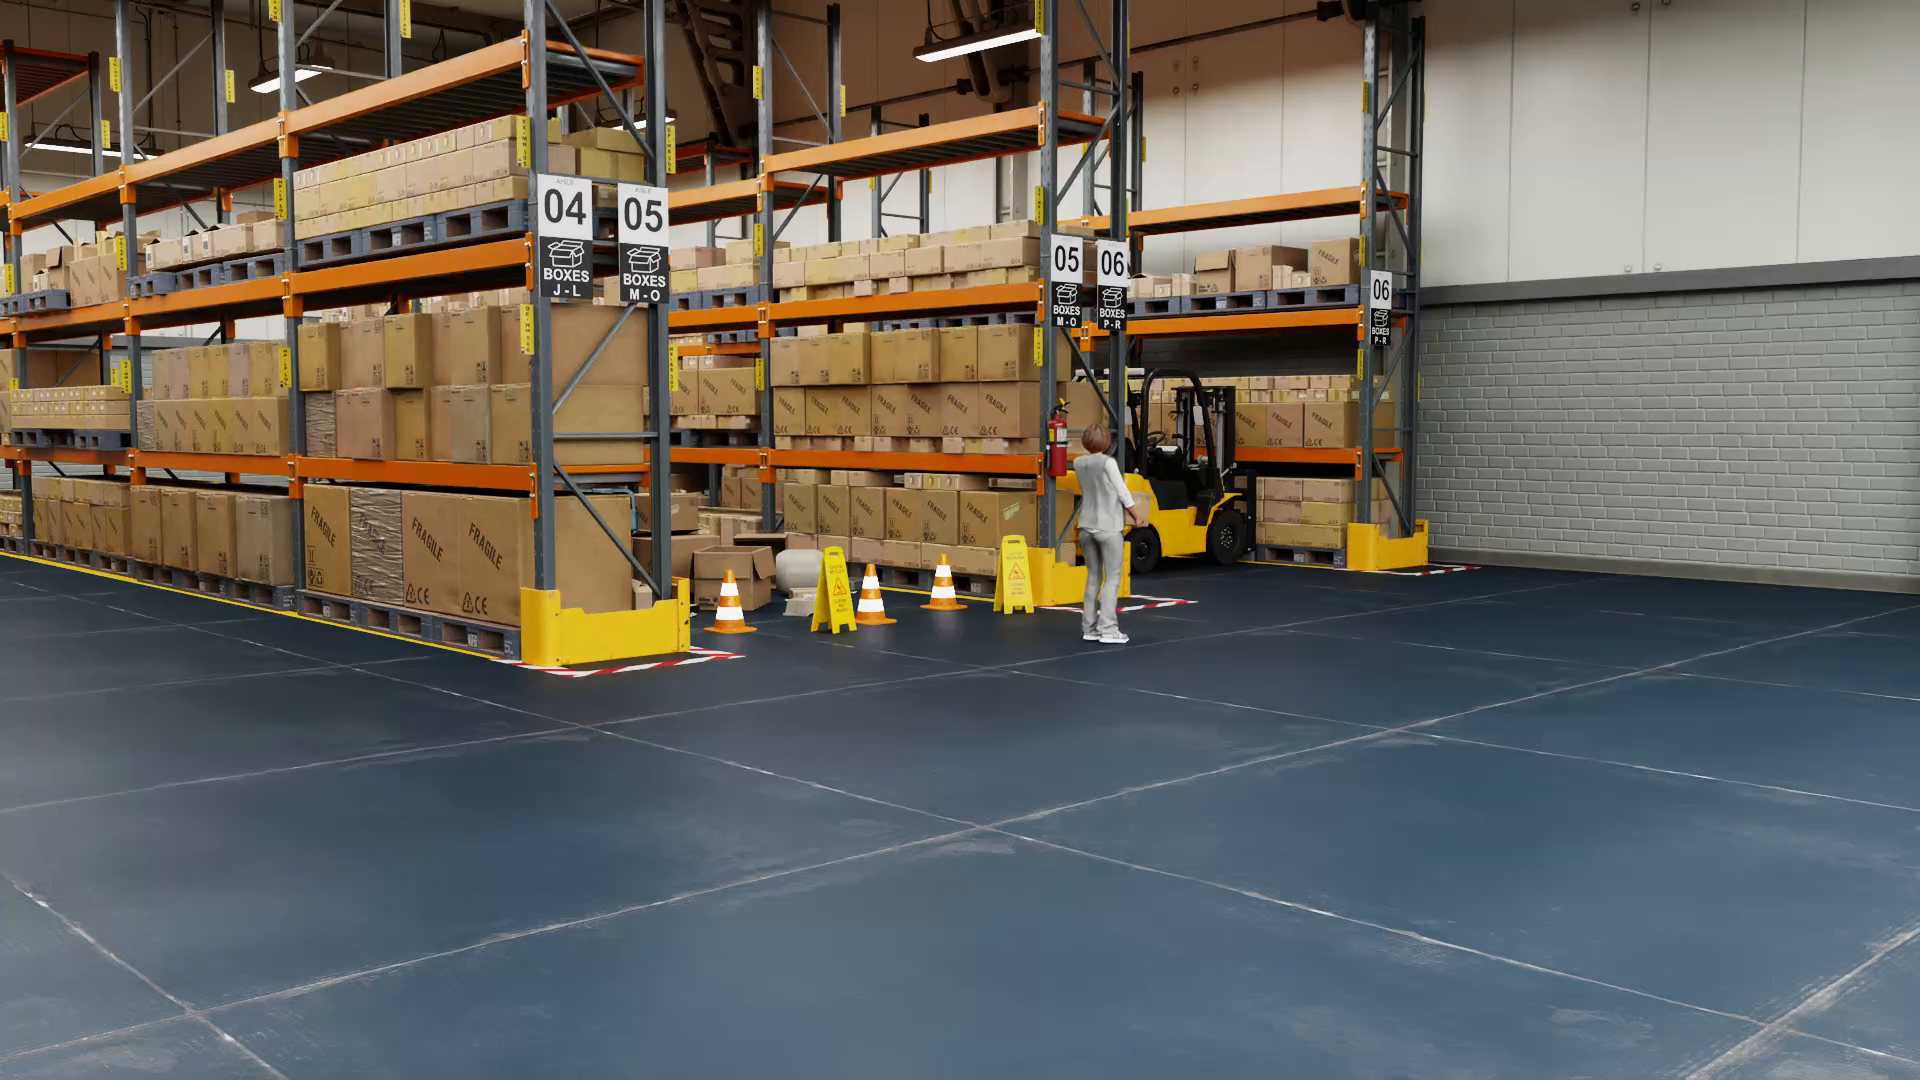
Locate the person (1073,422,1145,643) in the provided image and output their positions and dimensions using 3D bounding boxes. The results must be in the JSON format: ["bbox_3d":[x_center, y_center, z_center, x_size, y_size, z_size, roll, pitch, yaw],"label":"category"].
[{"bbox_3d":[1.082,-0.056,12.081,0.490,1.595,0.405,-4,6,-43],"label":"person"}]
